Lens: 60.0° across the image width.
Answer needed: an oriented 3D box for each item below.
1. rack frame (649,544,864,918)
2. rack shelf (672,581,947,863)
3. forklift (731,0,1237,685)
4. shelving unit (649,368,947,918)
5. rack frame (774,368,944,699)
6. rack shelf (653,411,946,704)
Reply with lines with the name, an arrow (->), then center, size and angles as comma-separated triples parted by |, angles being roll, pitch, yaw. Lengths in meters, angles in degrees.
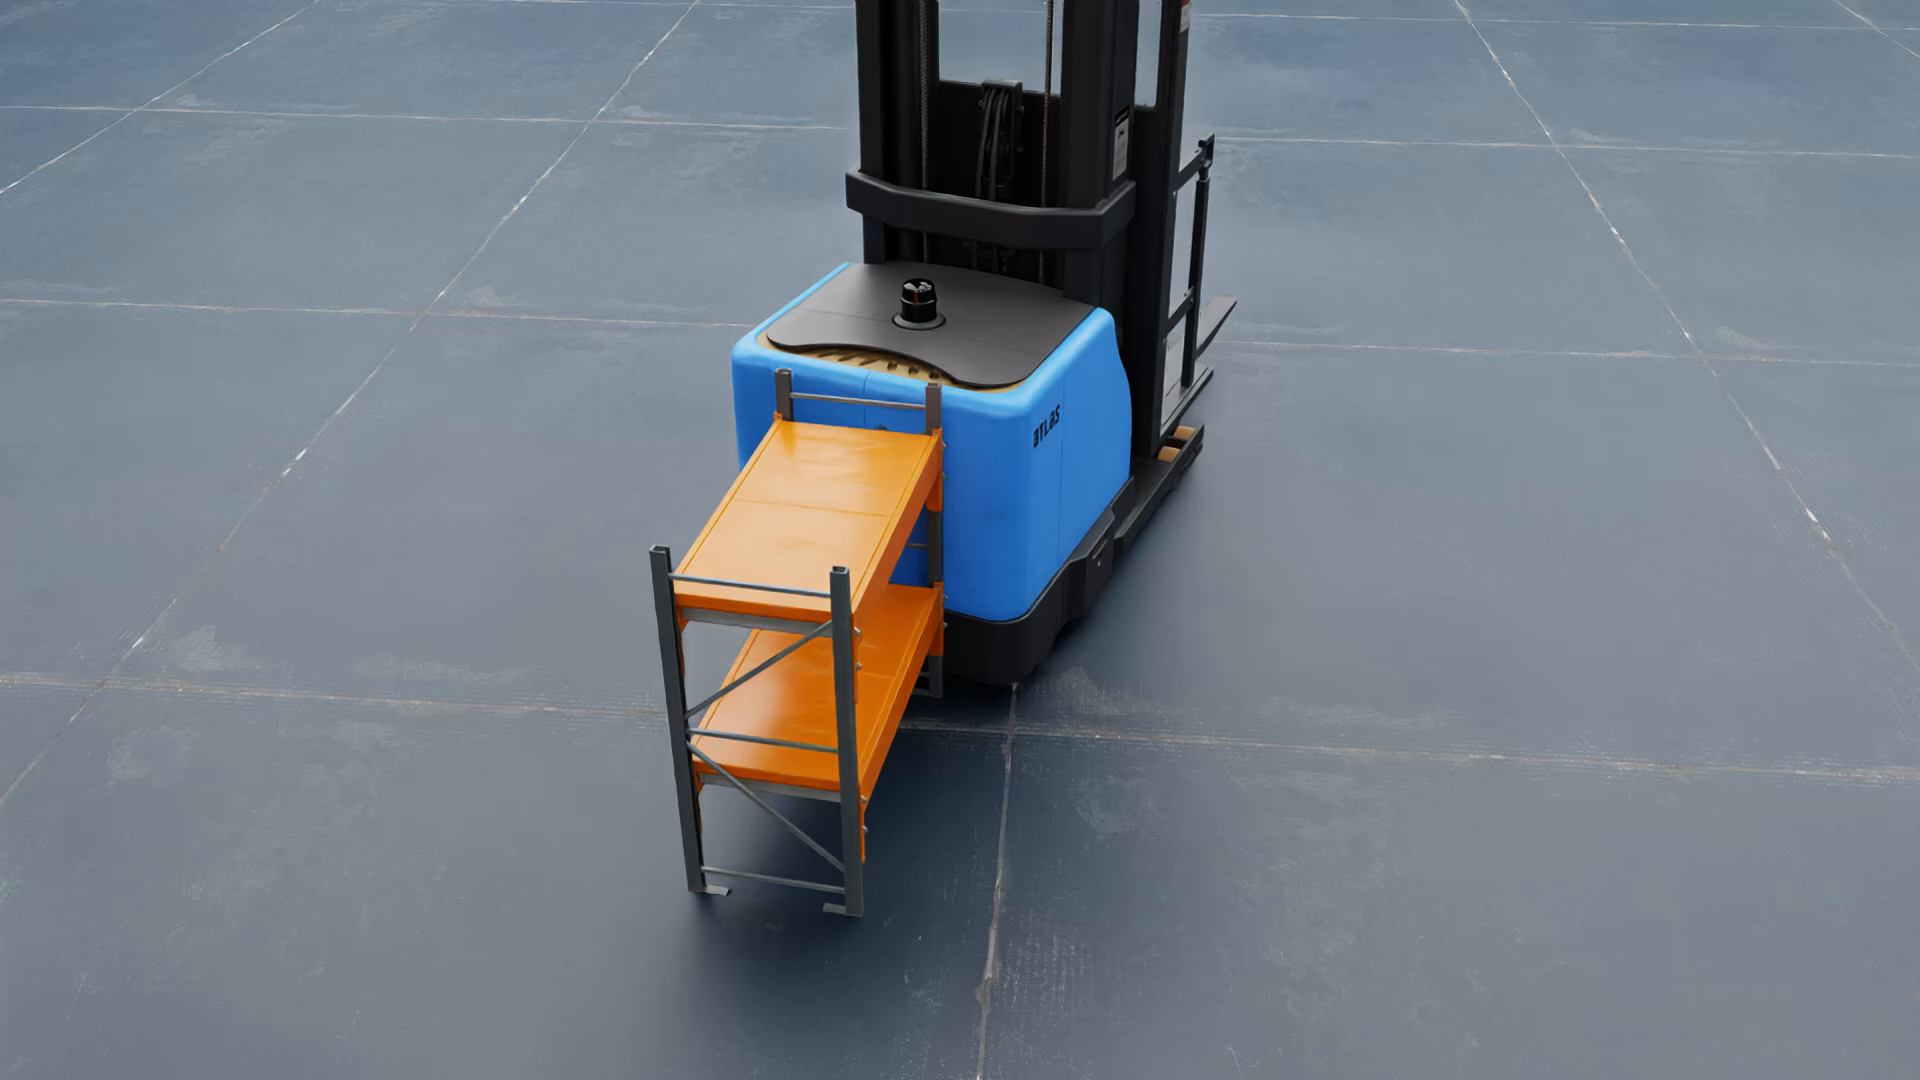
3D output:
rack frame -> -0.513, 0.524, 4.327 | 0.500, 1.125, 0.032 | 6, 32, 10
rack shelf -> -0.407, 0.472, 4.878 | 0.538, 0.278, 1.000 | 6, 32, 10
forklift -> 0.337, -1.537, 5.950 | 1.130, 2.935, 3.031 | 14, 34, 21
shelving unit -> -0.407, 0.264, 4.750 | 0.538, 1.125, 1.048 | 6, 32, 10
rack frame -> -0.301, 0.003, 5.173 | 0.500, 1.125, 0.032 | 6, 32, 10
rack shelf -> -0.407, 0.014, 4.597 | 0.538, 0.278, 1.000 | 6, 32, 10
